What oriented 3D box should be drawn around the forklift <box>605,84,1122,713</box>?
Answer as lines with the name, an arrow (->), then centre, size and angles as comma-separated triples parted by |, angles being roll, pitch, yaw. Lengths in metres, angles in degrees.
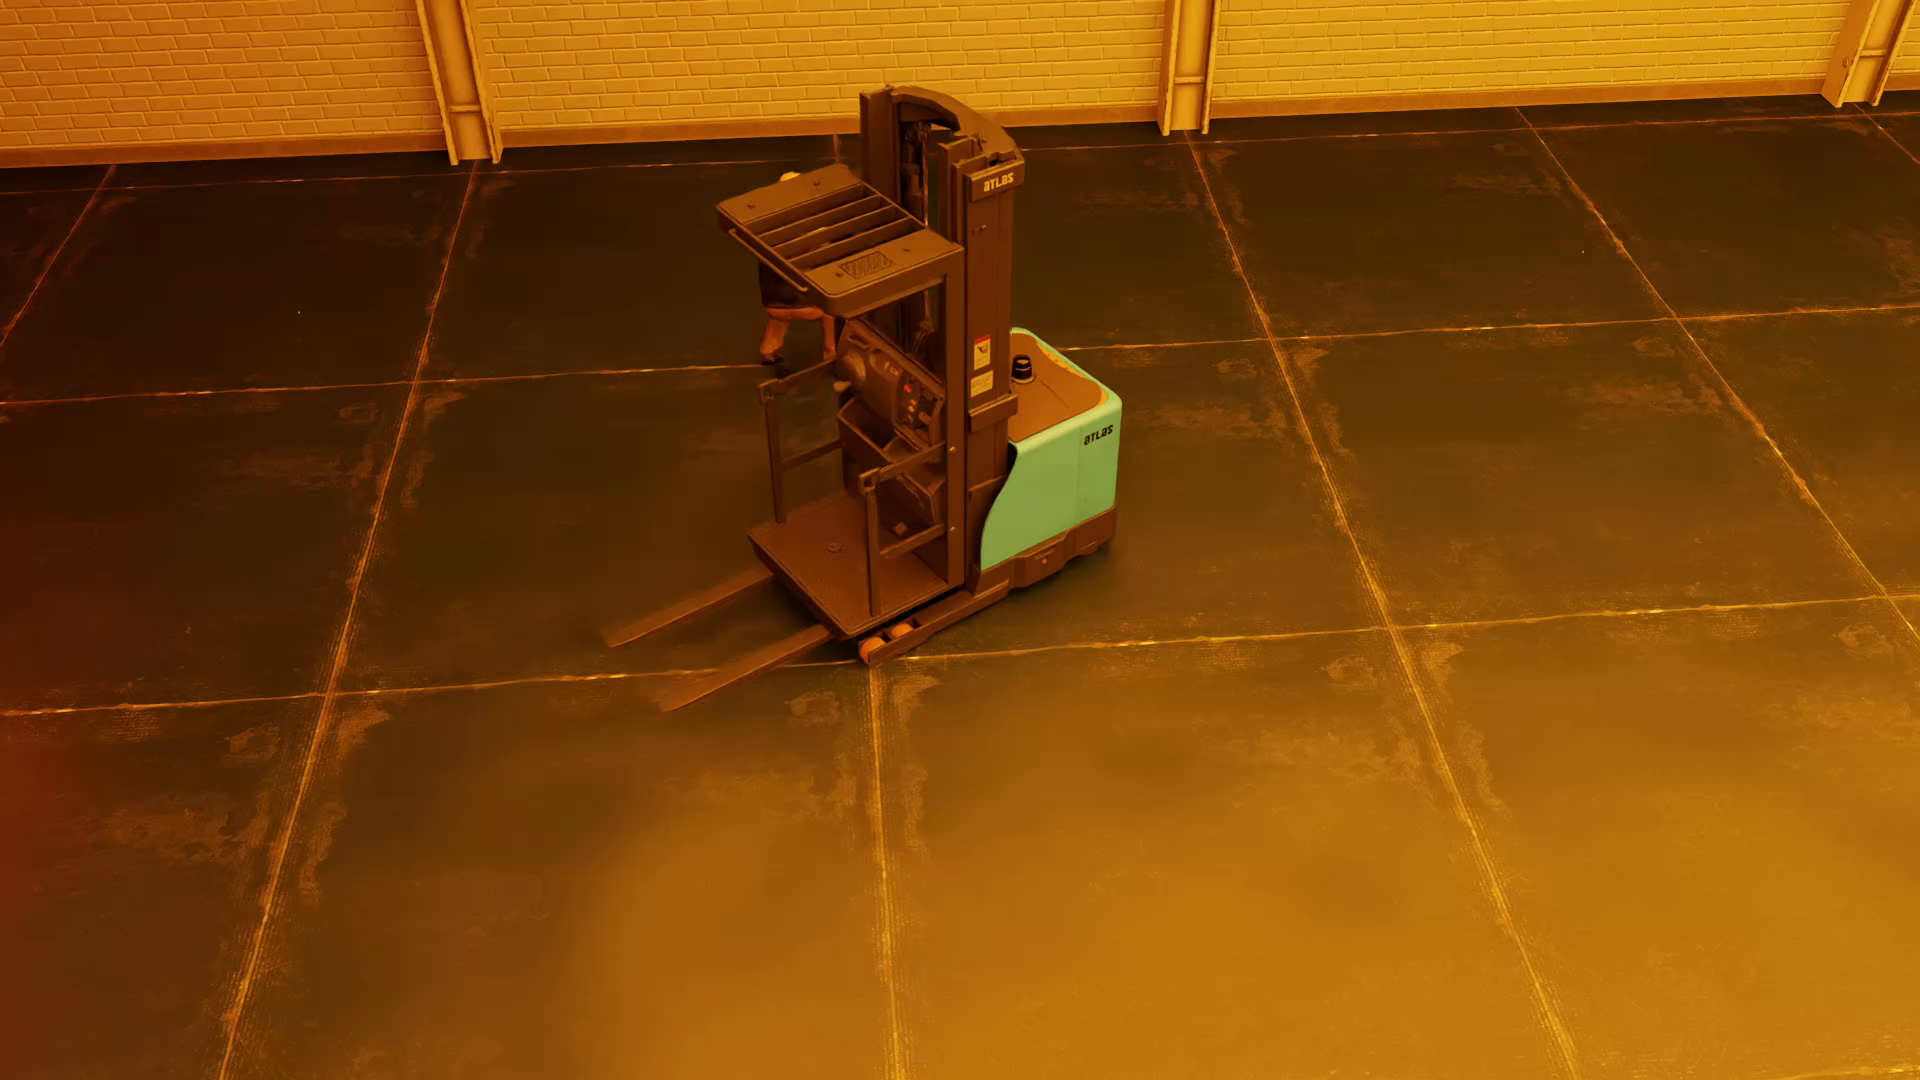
forklift -> -0.547, -0.791, 8.863 | 3.031, 2.935, 1.130 | -26, 47, -27

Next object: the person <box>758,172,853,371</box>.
person -> -1.024, -1.808, 11.213 | 0.782, 1.464, 0.916 | 14, 42, 15
